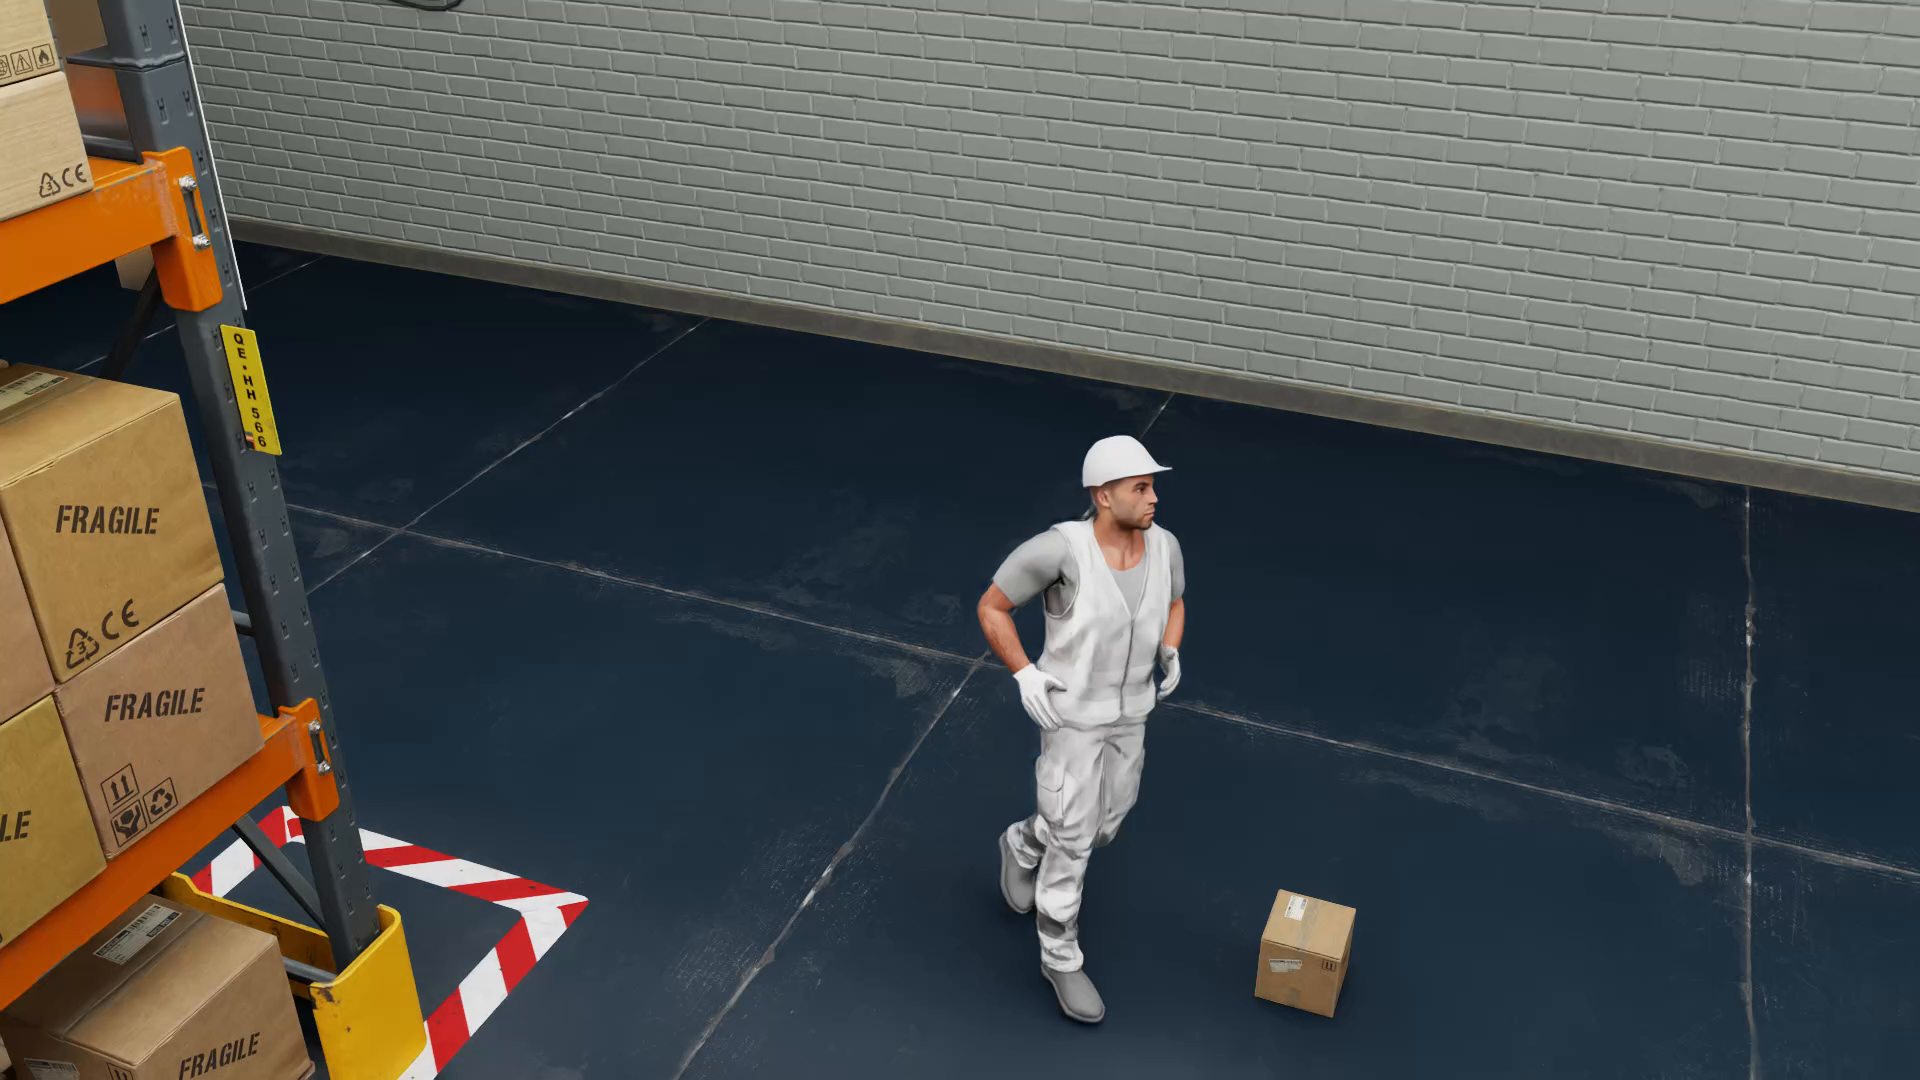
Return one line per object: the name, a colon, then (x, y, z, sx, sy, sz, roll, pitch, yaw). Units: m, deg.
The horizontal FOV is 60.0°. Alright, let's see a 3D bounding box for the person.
person: (0.459, 0.537, 5.172, 0.679, 1.747, 0.757, -16, 33, -26)
